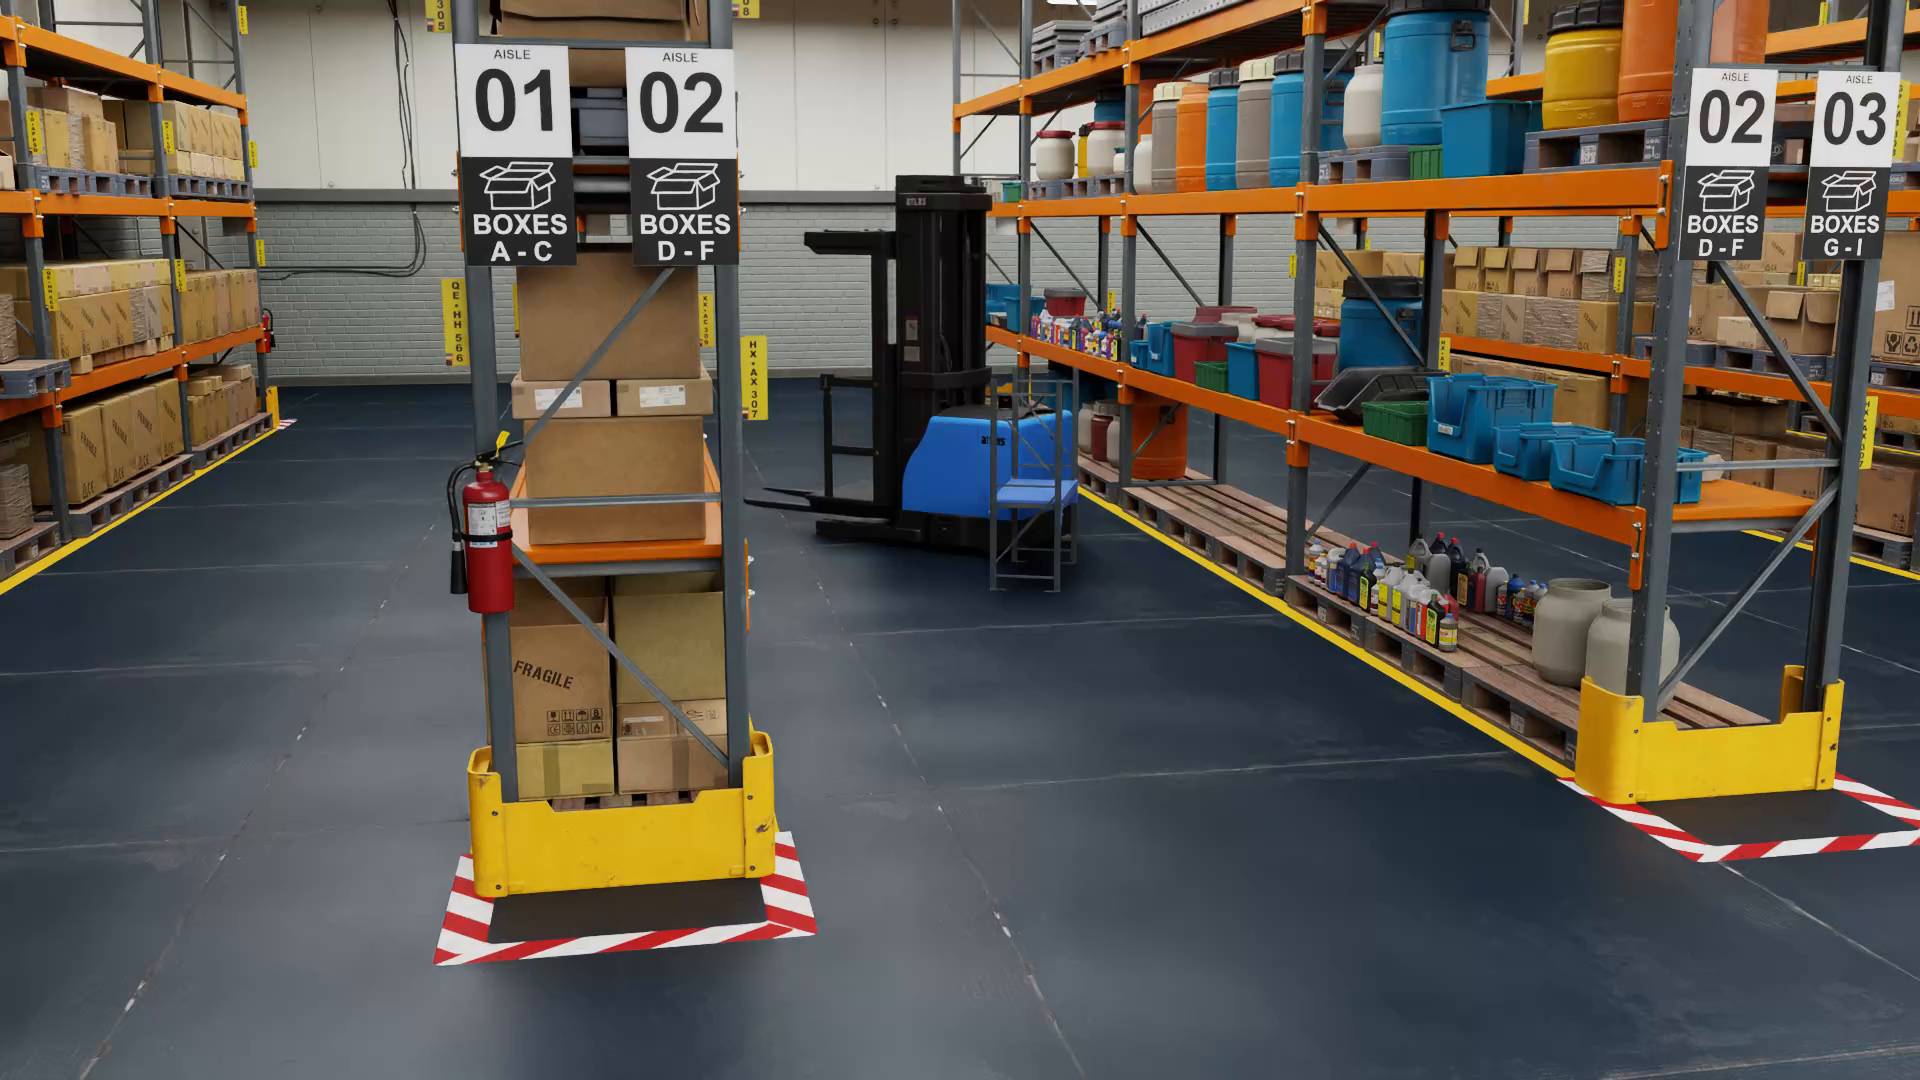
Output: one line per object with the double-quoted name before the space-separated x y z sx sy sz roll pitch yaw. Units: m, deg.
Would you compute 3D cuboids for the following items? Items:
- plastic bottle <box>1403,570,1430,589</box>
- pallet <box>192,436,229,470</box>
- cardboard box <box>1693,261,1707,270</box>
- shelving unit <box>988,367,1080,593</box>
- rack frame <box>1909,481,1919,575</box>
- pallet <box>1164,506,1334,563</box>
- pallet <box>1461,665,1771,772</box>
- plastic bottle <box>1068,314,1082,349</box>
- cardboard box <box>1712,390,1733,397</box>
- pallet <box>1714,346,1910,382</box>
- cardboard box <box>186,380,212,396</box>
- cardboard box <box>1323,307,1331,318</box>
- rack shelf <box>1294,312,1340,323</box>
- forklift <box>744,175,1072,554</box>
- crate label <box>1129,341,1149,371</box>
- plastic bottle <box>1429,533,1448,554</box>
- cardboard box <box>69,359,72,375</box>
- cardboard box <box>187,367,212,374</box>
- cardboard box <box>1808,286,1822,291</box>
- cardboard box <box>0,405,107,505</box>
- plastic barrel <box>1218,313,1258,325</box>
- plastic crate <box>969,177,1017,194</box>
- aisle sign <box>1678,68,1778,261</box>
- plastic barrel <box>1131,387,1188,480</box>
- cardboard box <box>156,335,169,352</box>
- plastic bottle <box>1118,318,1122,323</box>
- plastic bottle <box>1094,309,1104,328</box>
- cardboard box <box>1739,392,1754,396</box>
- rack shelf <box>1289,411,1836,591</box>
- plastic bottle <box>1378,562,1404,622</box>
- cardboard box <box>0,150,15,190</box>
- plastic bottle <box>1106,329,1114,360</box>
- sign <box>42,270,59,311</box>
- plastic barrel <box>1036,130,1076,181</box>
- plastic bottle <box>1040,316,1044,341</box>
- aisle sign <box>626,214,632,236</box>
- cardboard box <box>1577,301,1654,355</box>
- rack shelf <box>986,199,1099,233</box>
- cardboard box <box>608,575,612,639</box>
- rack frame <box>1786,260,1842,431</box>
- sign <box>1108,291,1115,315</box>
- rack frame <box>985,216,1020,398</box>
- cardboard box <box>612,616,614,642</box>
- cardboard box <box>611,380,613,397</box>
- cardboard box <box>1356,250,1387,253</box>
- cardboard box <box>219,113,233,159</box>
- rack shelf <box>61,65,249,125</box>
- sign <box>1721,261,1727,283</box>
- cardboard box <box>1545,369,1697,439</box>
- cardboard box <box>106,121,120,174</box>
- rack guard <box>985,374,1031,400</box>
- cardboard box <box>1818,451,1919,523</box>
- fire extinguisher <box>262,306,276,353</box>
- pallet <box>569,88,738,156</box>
"plastic bottle" 2.748 0.329 10.056 0.152 0.276 0.135 -2 11 -11
"pallet" -8.607 -0.938 18.063 1.003 0.211 1.213 -2 11 -11
"cardboard box" 10.260 -3.914 22.503 0.500 0.500 0.500 -2 11 -13
"shelving unit" 0.552 -0.468 12.146 0.538 1.500 1.048 2 11 10
"rack frame" 7.596 -1.239 12.184 1.000 3.000 0.127 -2 11 -11
"pallet" 2.306 -0.056 13.426 1.003 0.211 1.213 -2 11 -11
"pallet" 3.302 0.883 8.493 1.003 0.211 1.213 -2 11 -11
"plastic bottle" 1.188 -2.126 16.975 0.144 0.351 0.185 -2 11 -11
"cardboard box" 10.313 -1.923 22.281 0.380 0.149 0.250 -2 11 -11
"pallet" 7.243 -1.517 14.157 1.003 0.211 1.213 -2 11 -11
"cardboard box" -8.469 -1.673 18.293 0.380 0.149 0.250 -2 11 -9
"cardboard box" 5.161 -3.098 22.621 0.380 0.149 0.250 -2 11 -12
"rack shelf" 5.651 -2.720 21.888 1.077 0.370 4.000 -2 11 -11
"forklift" -0.603 -1.502 13.748 3.031 2.935 1.130 6 12 29
"crate label" 1.674 -1.620 14.631 0.303 0.233 0.416 -2 11 -11
"plastic bottle" 3.146 0.134 10.879 0.144 0.351 0.185 -2 11 -13
"cardboard box" -7.635 -1.434 13.827 0.380 0.149 0.250 -2 11 -10
"cardboard box" -9.201 -1.995 19.981 0.380 0.149 0.250 -2 11 -11
"cardboard box" 10.551 -3.008 20.233 0.380 0.149 0.250 -2 11 -10
"cardboard box" -7.772 -0.722 14.095 0.750 0.750 0.750 -2 11 -12
"plastic barrel" 2.369 -1.667 14.132 0.421 0.512 0.421 0 11 0
"plastic crate" 0.431 -4.413 21.002 0.504 0.338 0.767 -2 11 -11
"aisle sign" 3.238 -1.578 7.015 0.394 0.787 0.004 -2 11 -11
"plastic barrel" 1.848 -1.022 15.724 0.600 0.830 0.708 -2 11 -11
"cardboard box" -8.120 -1.955 16.565 0.380 0.149 0.250 -2 11 -10
"plastic bottle" 1.745 -2.245 17.803 0.152 0.276 0.135 -2 11 -11
"plastic bottle" 1.540 -2.340 18.101 0.144 0.351 0.185 -2 11 -11
"cardboard box" 10.418 -1.964 21.699 0.380 0.149 0.250 -3 11 -13
"rack shelf" 3.127 -0.339 9.378 1.077 0.370 4.000 -2 11 -11
"plastic bottle" 2.607 0.302 9.996 0.144 0.351 0.185 -2 11 -11
"cardboard box" -7.353 -2.750 12.284 0.500 0.311 0.500 -2 11 -11
"plastic bottle" 1.418 -1.836 15.634 0.061 0.283 0.133 -2 11 -11
"sign" -7.228 -1.984 13.212 0.100 0.325 0.005 -2 11 -11
"plastic barrel" 1.038 -4.167 18.059 0.433 0.535 0.433 0 11 0
"plastic bottle" 0.920 -2.317 18.194 0.097 0.271 0.097 0 11 0
"aisle sign" -4.168 -4.381 21.740 0.394 0.787 0.004 -2 11 -11
"cardboard box" 6.479 -2.103 16.458 0.500 0.500 0.500 -2 11 -9
"rack shelf" 0.793 -4.013 20.661 1.077 0.370 4.000 -2 11 -11
"cardboard box" -2.045 0.268 8.491 0.500 0.500 0.500 -2 11 -11
"rack frame" 10.925 -2.868 20.744 1.000 3.000 0.127 -2 11 -11
"sign" 1.722 -2.682 19.024 0.100 0.325 0.005 -2 11 -11
"rack frame" 0.404 -3.260 22.801 1.000 3.000 0.127 -2 11 -11
"cardboard box" -2.237 0.453 9.526 0.500 0.250 0.500 -2 11 -11
"cardboard box" -1.754 -0.718 7.444 0.380 0.149 0.250 -2 11 -10
"cardboard box" 5.615 -3.801 23.245 0.500 0.500 0.500 -2 11 -10
"cardboard box" -8.817 -4.707 19.386 0.500 0.500 0.500 -2 11 -9
"rack shelf" -8.925 -4.930 18.525 1.077 0.370 4.000 -2 11 -11
"sign" 7.349 -2.524 16.051 0.100 0.325 0.005 -2 11 -11
"cardboard box" 6.704 -1.263 16.867 1.225 0.875 0.875 -3 11 -14
"cardboard box" -8.473 -3.739 15.854 0.700 0.500 0.500 -3 11 -14
"rack guard" 0.386 -2.036 23.056 1.175 0.500 0.348 -2 11 -11
"cardboard box" 7.424 -0.429 13.436 0.700 0.500 0.500 -2 11 -11
"fire extinguisher" -8.891 -2.723 21.184 0.296 0.674 0.183 -2 11 -11
"pallet" -1.456 -1.707 6.855 1.003 0.211 1.213 -2 11 -11
